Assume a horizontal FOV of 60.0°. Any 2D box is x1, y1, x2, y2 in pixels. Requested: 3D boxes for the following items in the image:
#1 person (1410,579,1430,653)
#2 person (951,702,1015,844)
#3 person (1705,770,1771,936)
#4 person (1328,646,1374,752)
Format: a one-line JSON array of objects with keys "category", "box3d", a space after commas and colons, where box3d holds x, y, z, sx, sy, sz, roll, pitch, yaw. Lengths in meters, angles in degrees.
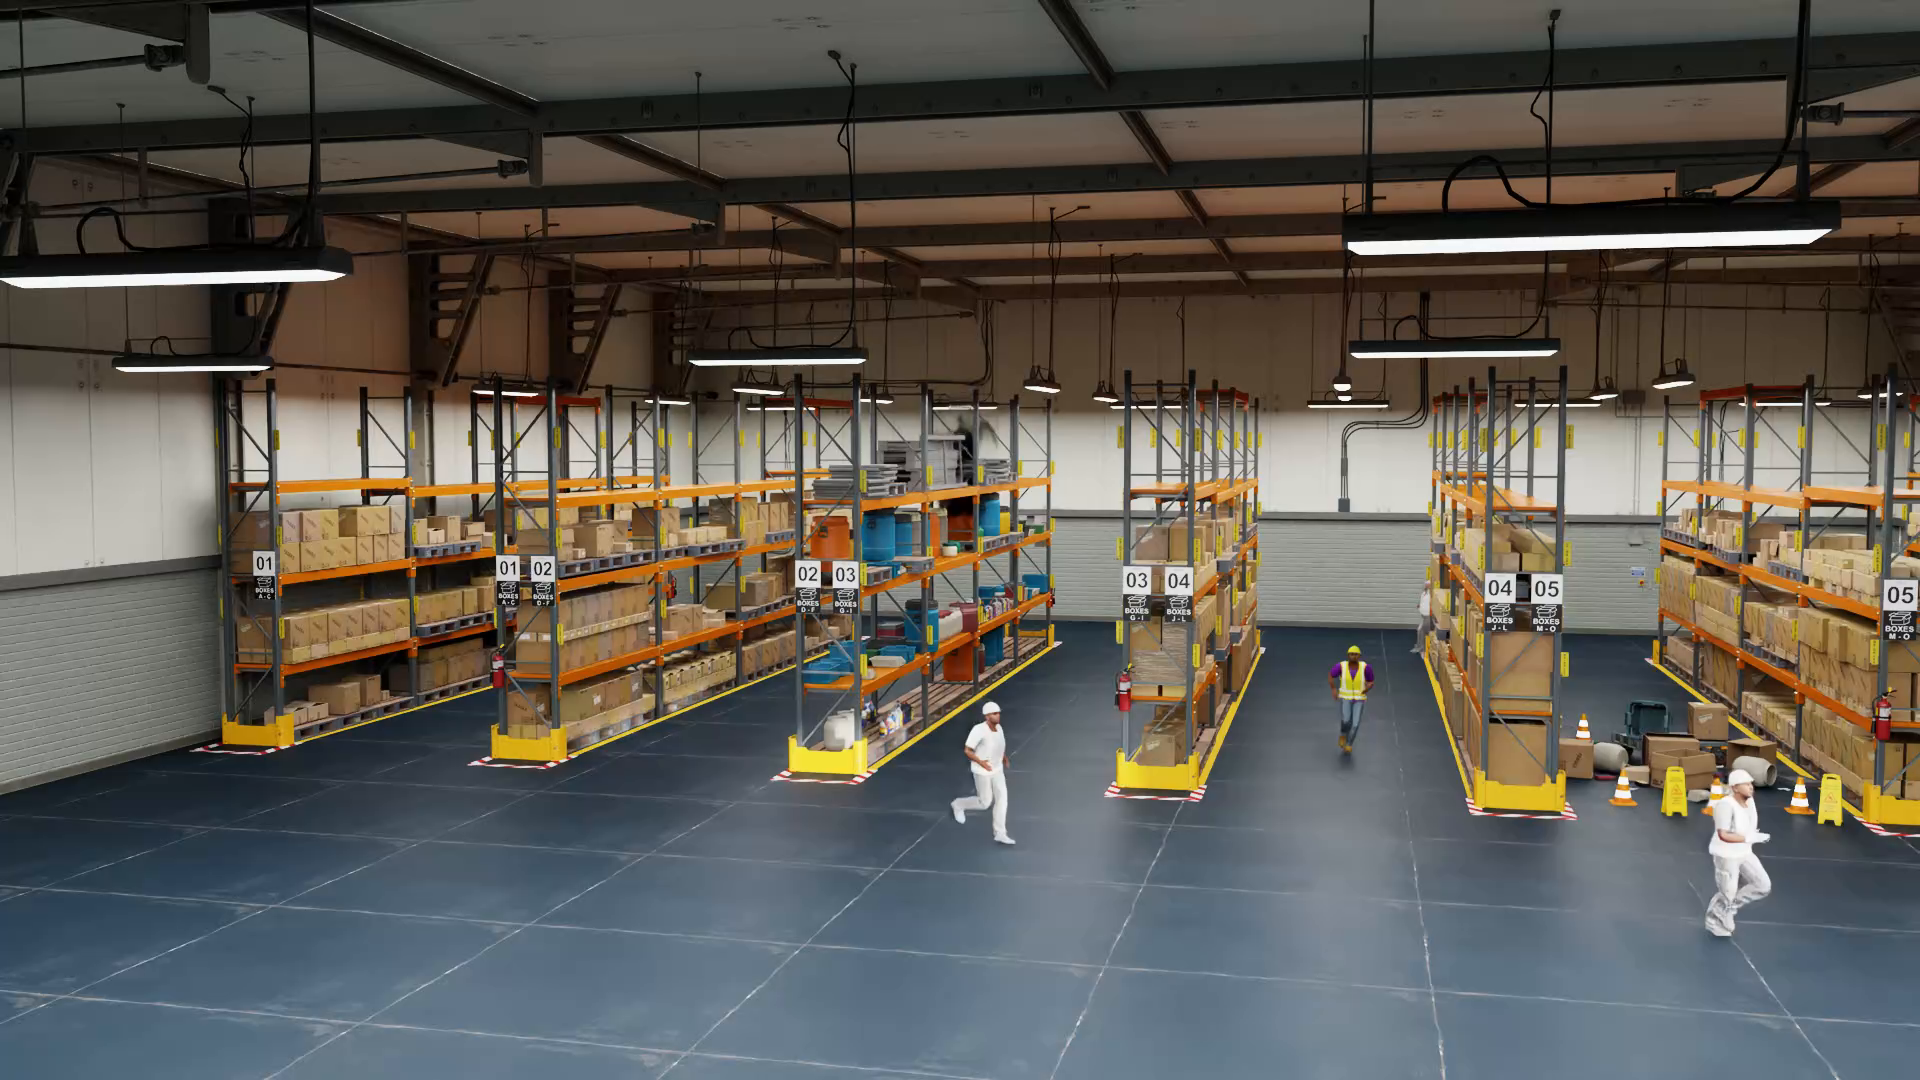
[{"category": "person", "box3d": [11.043, 1.770, 39.163, 0.856, 1.804, 0.724, -1, 3, -9]}, {"category": "person", "box3d": [0.336, 2.892, 20.839, 0.964, 1.742, 0.704, 3, 5, 42]}, {"category": "person", "box3d": [7.747, 3.128, 16.528, 0.726, 1.723, 0.728, -2, 4, -33]}, {"category": "person", "box3d": [6.258, 2.544, 26.533, 0.701, 1.718, 0.594, 0, 3, 6]}]
